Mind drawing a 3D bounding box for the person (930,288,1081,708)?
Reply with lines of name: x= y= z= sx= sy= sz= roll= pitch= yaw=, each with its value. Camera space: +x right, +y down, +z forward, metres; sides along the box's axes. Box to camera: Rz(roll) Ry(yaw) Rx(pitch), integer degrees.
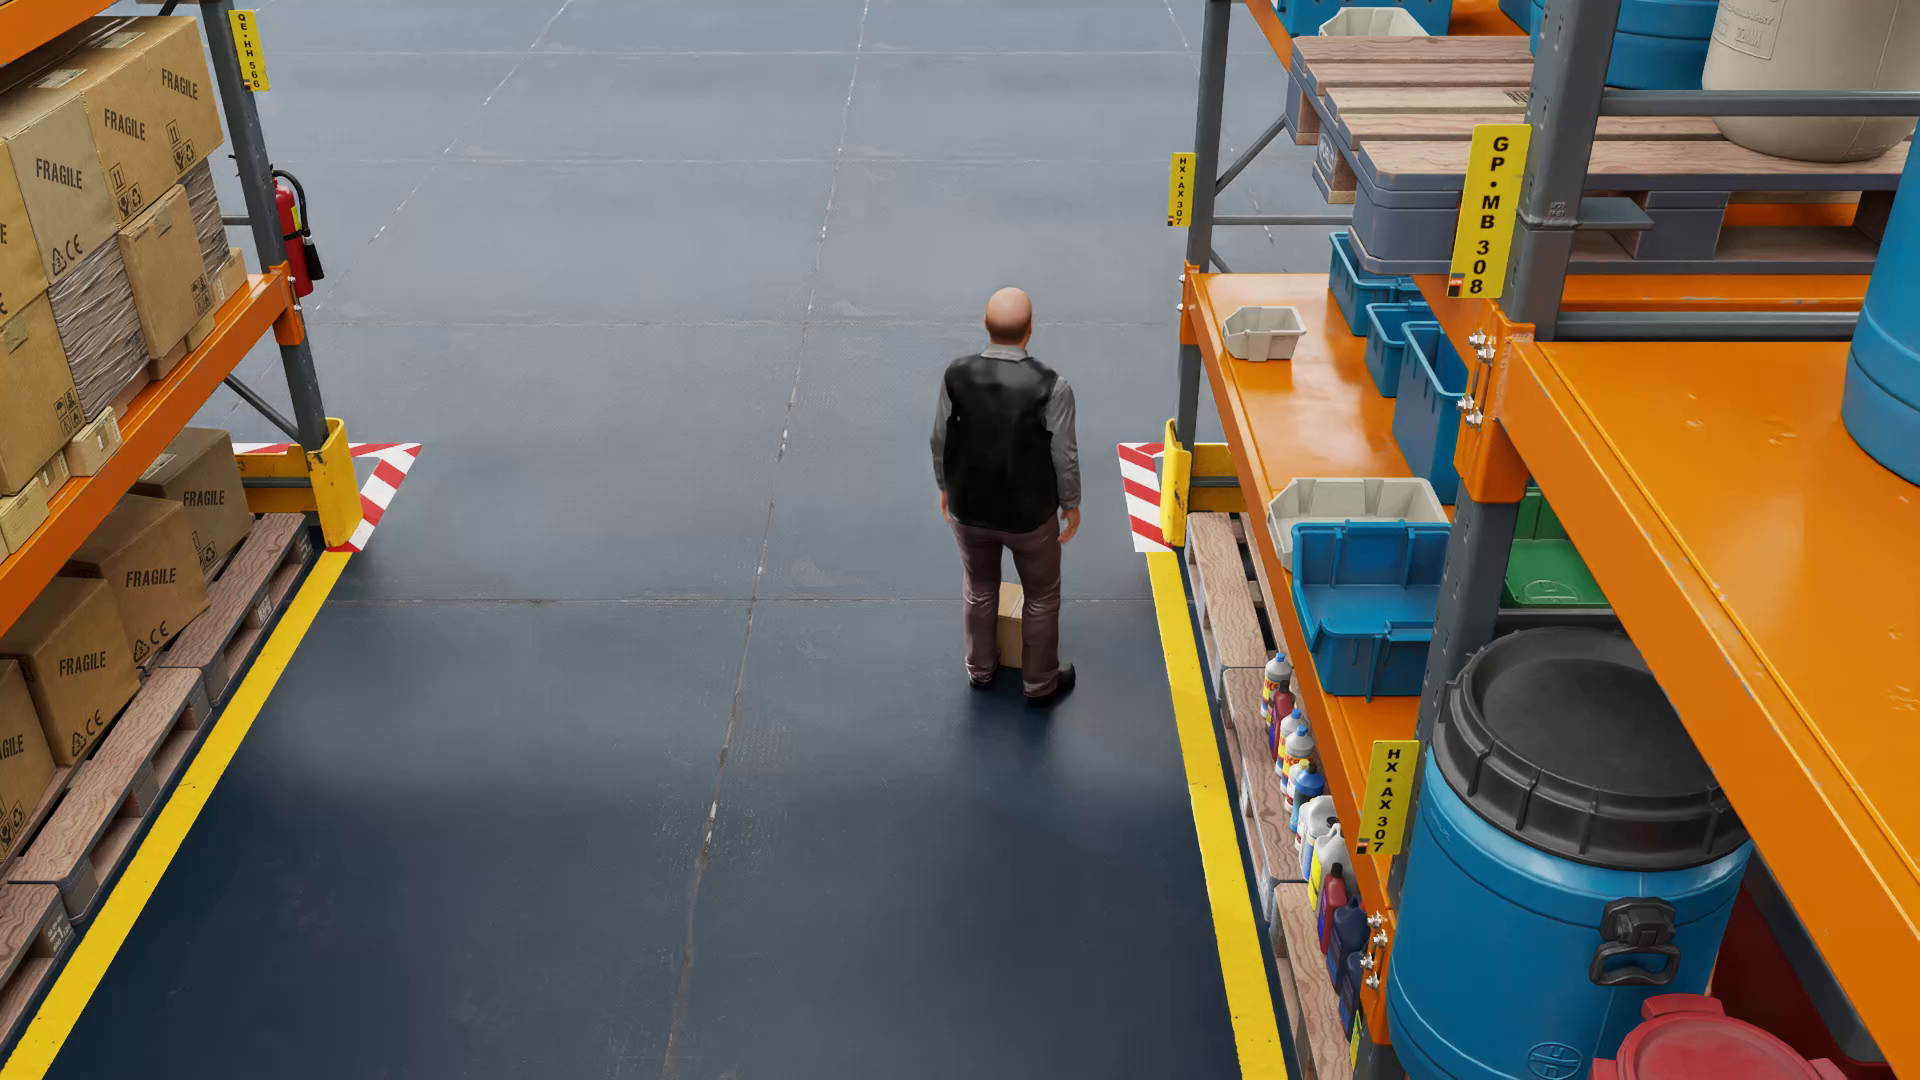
person: x=0.180 y=-0.135 z=6.380 sx=0.579 sy=1.720 sz=0.466 roll=10 pitch=33 yaw=16
